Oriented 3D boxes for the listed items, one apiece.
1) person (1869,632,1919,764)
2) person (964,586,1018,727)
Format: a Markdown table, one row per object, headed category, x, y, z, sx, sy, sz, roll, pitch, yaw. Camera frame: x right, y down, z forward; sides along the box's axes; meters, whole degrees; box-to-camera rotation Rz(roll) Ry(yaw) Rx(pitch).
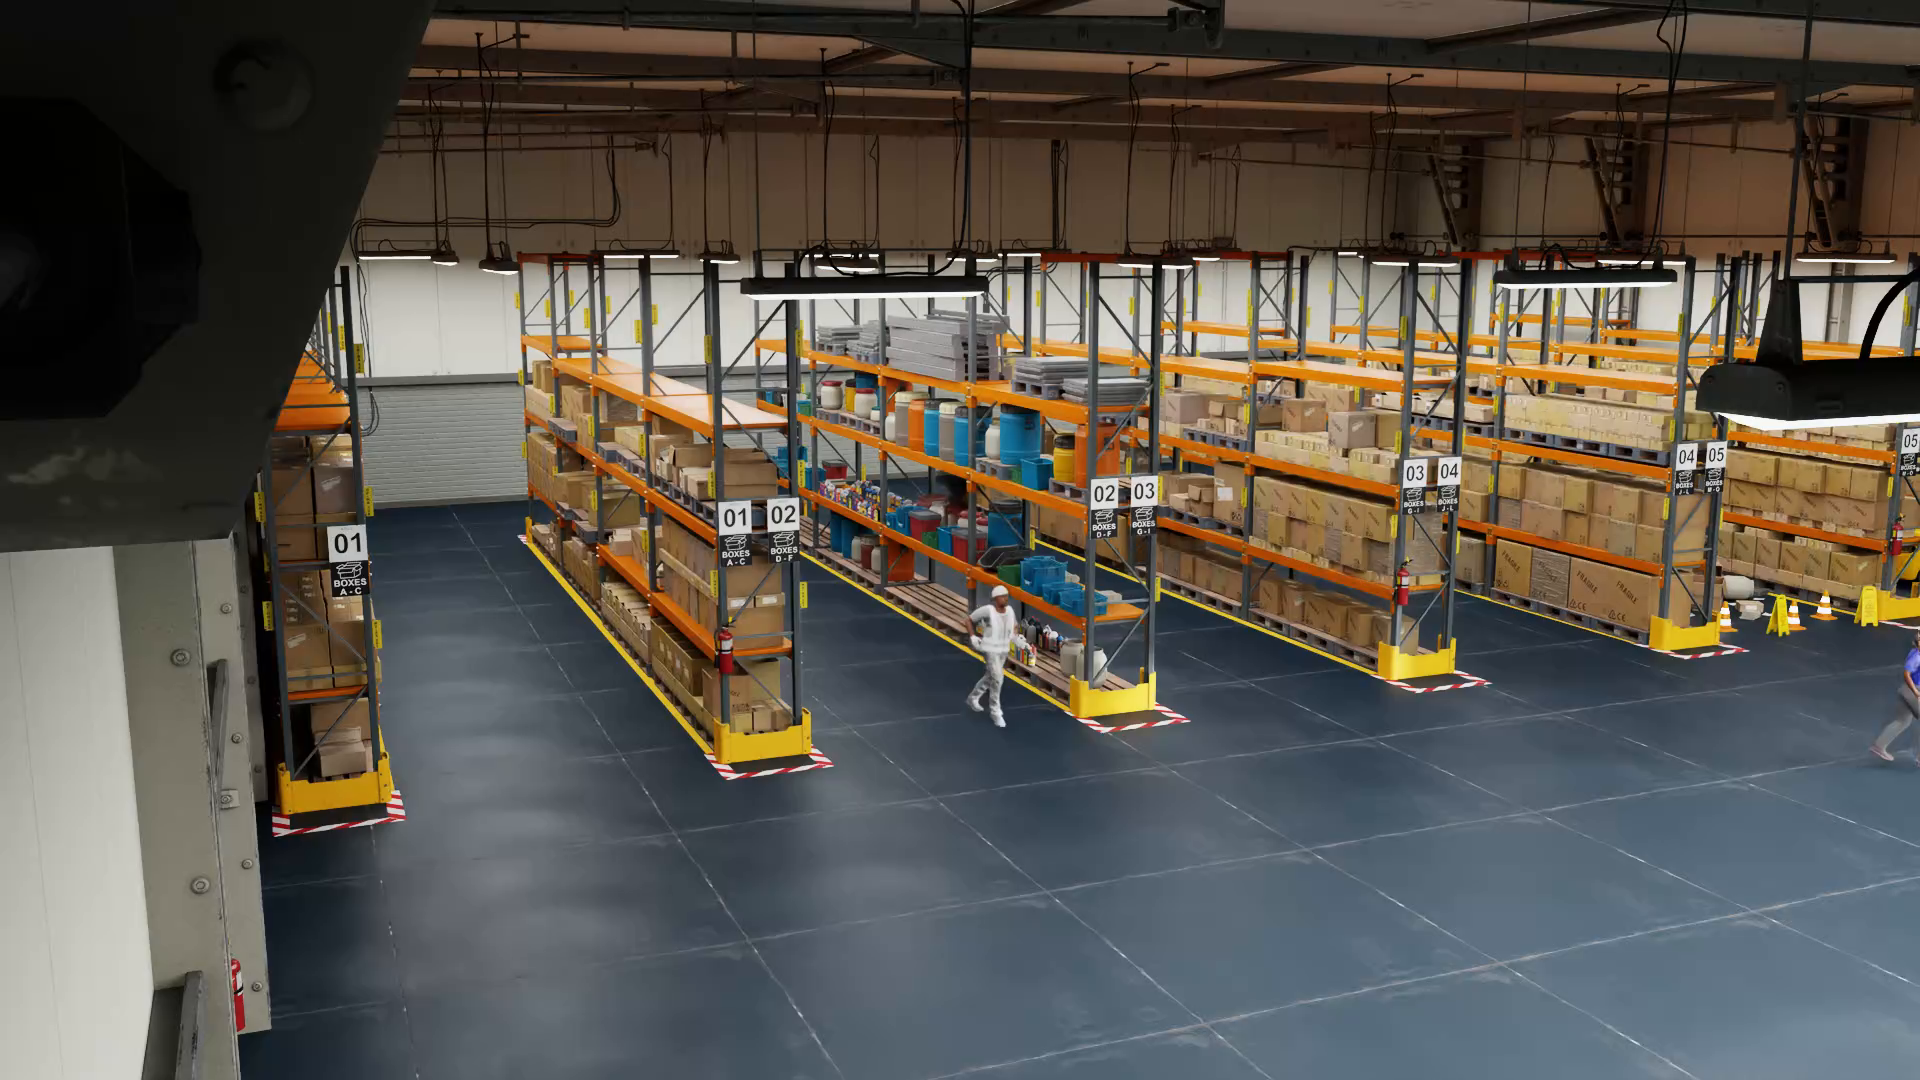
| category | x | y | z | sx | sy | sz | roll | pitch | yaw |
| --- | --- | --- | --- | --- | --- | --- | --- | --- | --- |
| person | 11.412 | 1.919 | 19.973 | 0.745 | 1.708 | 0.570 | 2 | 11 | 12 |
| person | 0.452 | 1.505 | 22.030 | 0.835 | 1.837 | 0.703 | 10 | 14 | 44 |
